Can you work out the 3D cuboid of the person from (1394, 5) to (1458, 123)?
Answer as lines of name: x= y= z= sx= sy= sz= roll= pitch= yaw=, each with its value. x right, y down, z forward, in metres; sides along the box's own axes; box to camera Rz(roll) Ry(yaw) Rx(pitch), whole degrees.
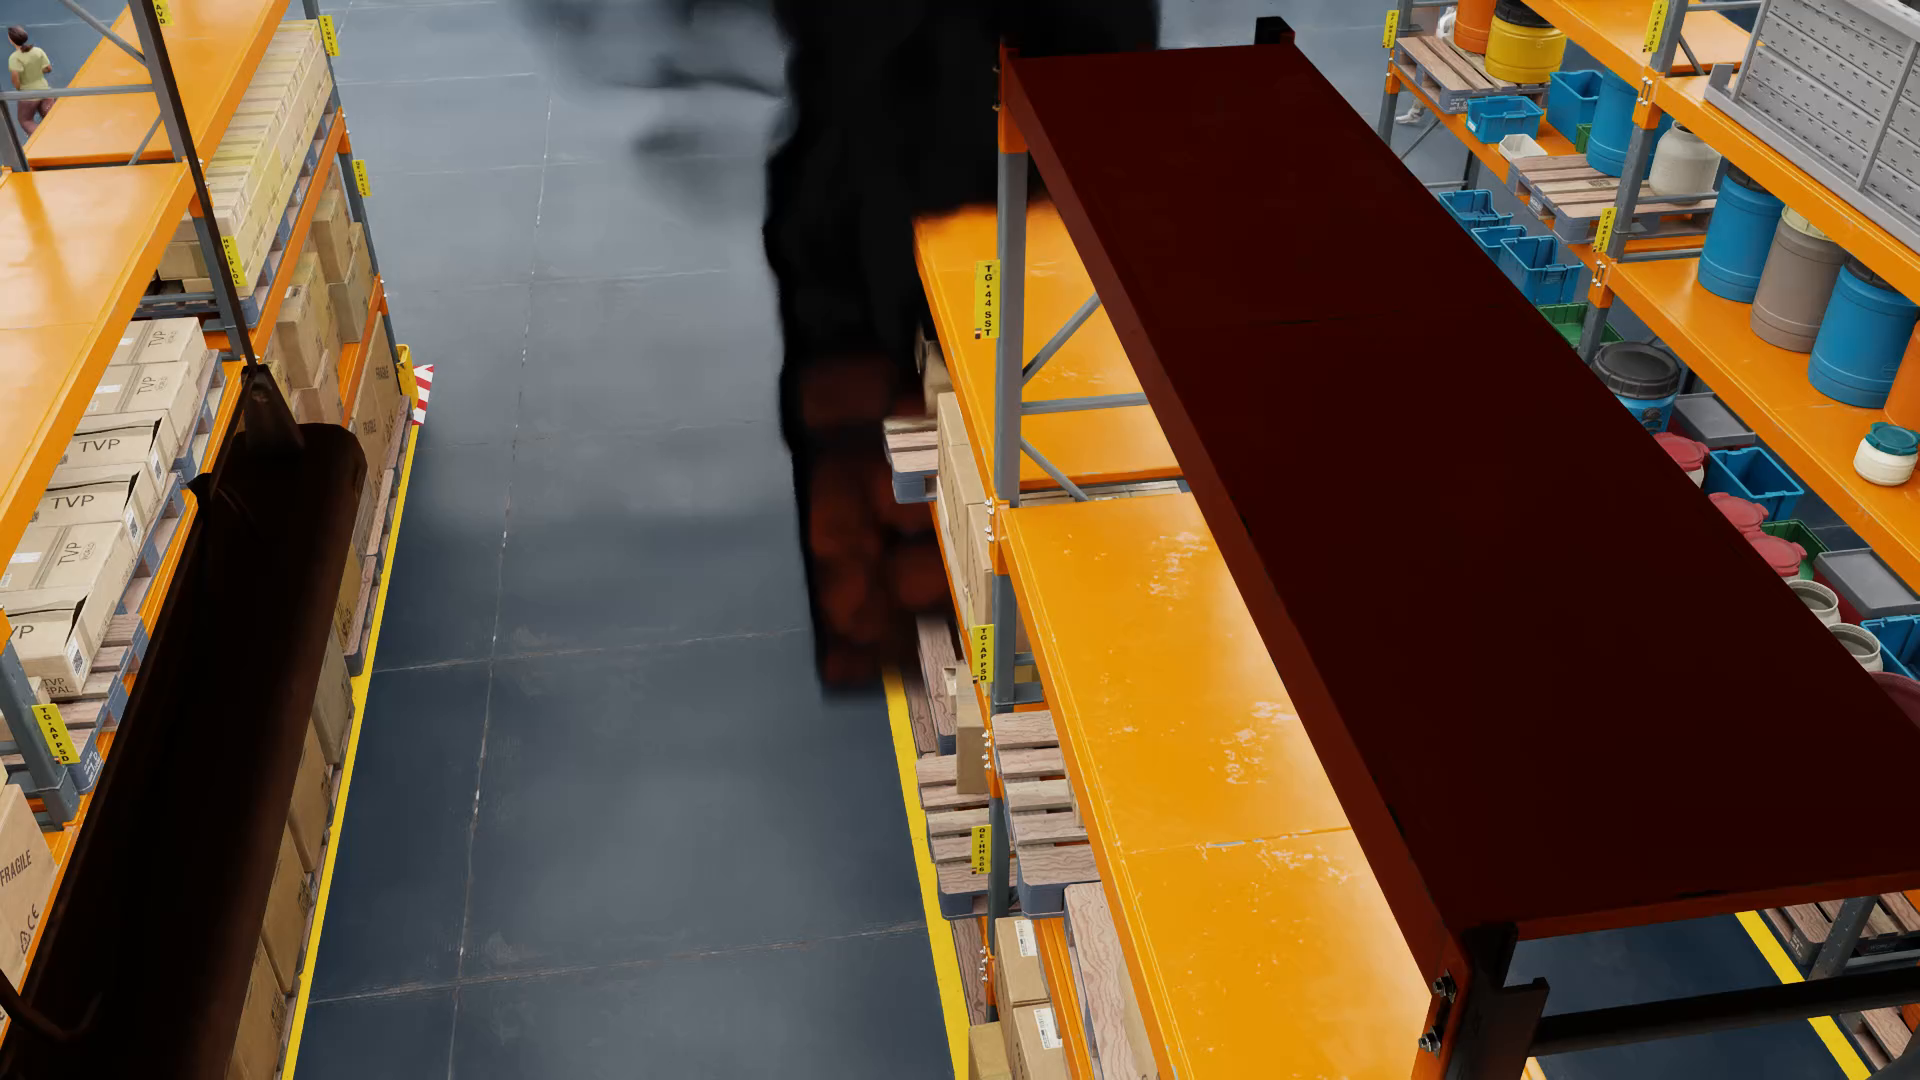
person: x=5.784 y=-5.750 z=19.752 sx=0.969 sy=1.749 sz=0.659 roll=6 pitch=37 yaw=9

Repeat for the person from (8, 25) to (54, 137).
person: x=-10.497 y=-5.008 z=18.875 sx=0.633 sy=1.689 sz=0.560 roll=24 pitch=43 yaw=29
